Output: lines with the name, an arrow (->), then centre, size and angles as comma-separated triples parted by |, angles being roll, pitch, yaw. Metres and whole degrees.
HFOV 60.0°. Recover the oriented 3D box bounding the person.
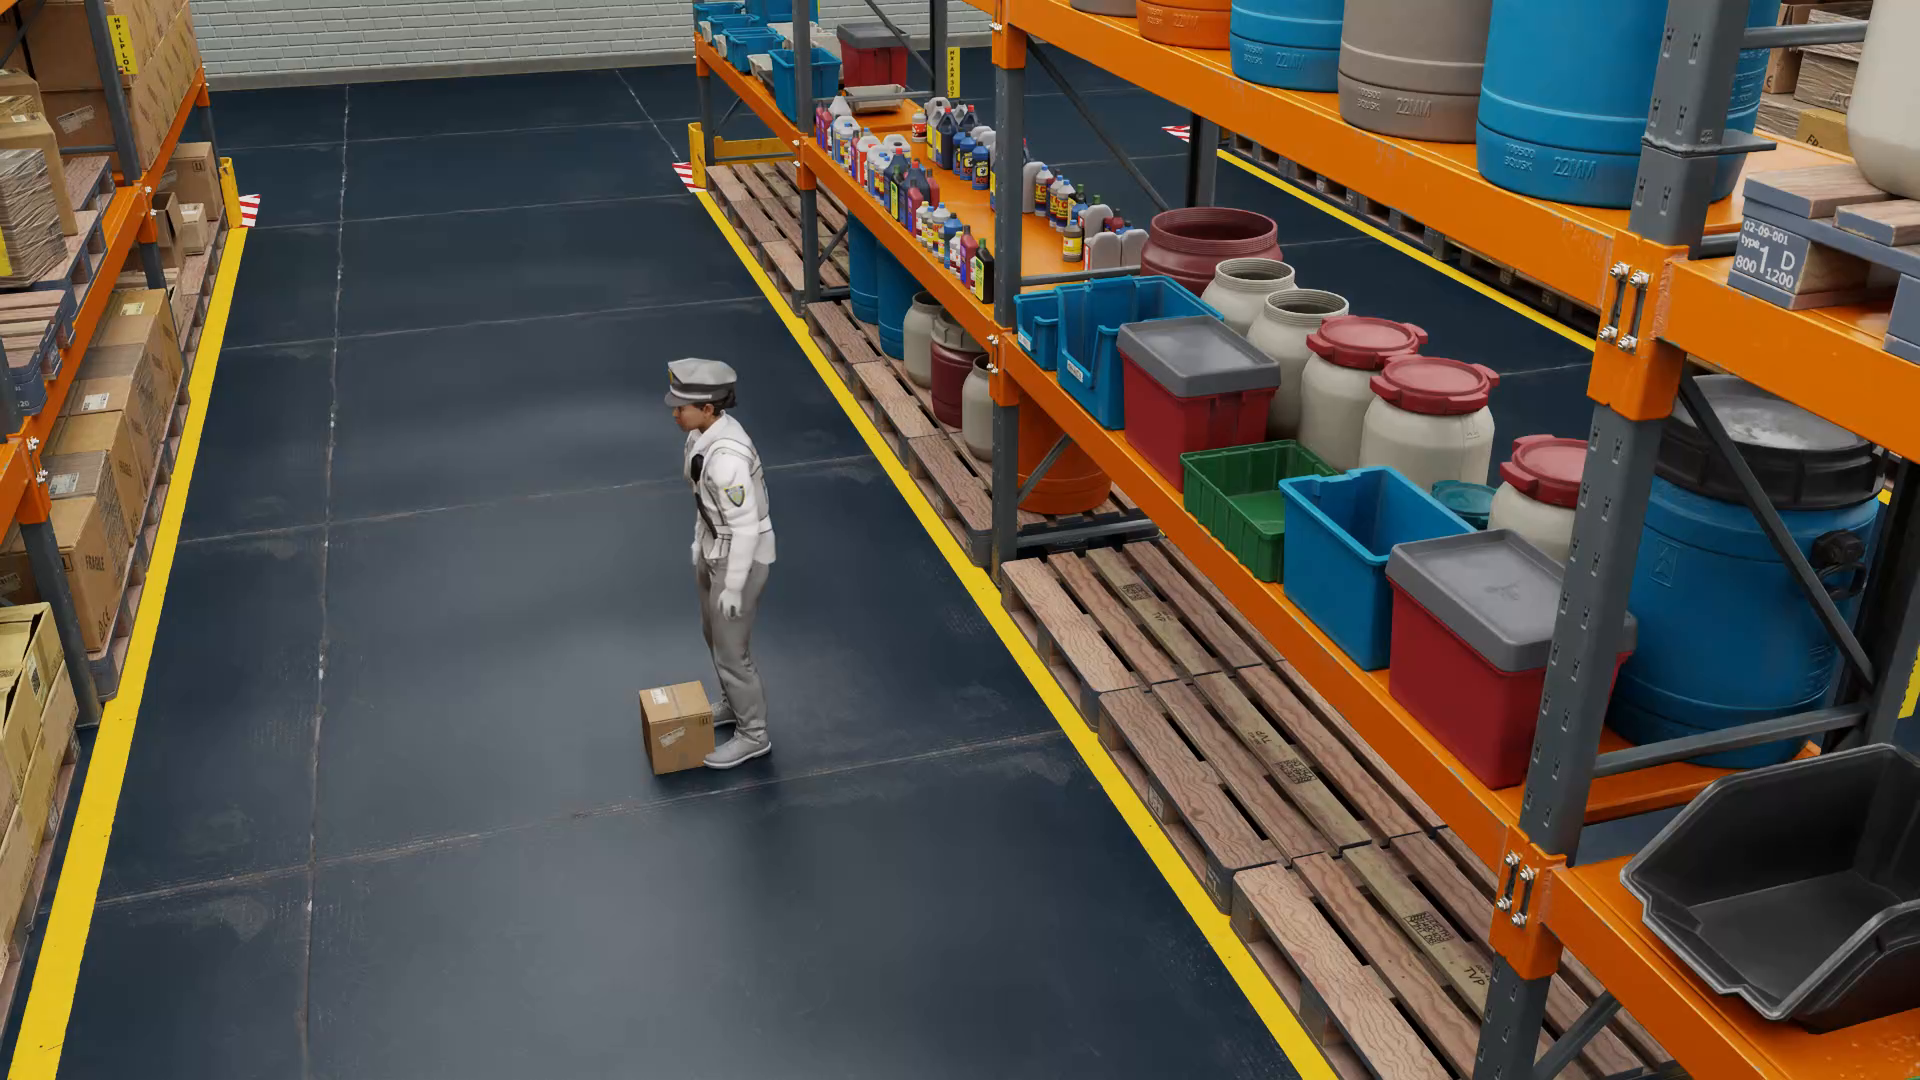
person -> -0.907, 0.087, 6.432 | 0.369, 1.667, 0.547 | -10, 28, -19
